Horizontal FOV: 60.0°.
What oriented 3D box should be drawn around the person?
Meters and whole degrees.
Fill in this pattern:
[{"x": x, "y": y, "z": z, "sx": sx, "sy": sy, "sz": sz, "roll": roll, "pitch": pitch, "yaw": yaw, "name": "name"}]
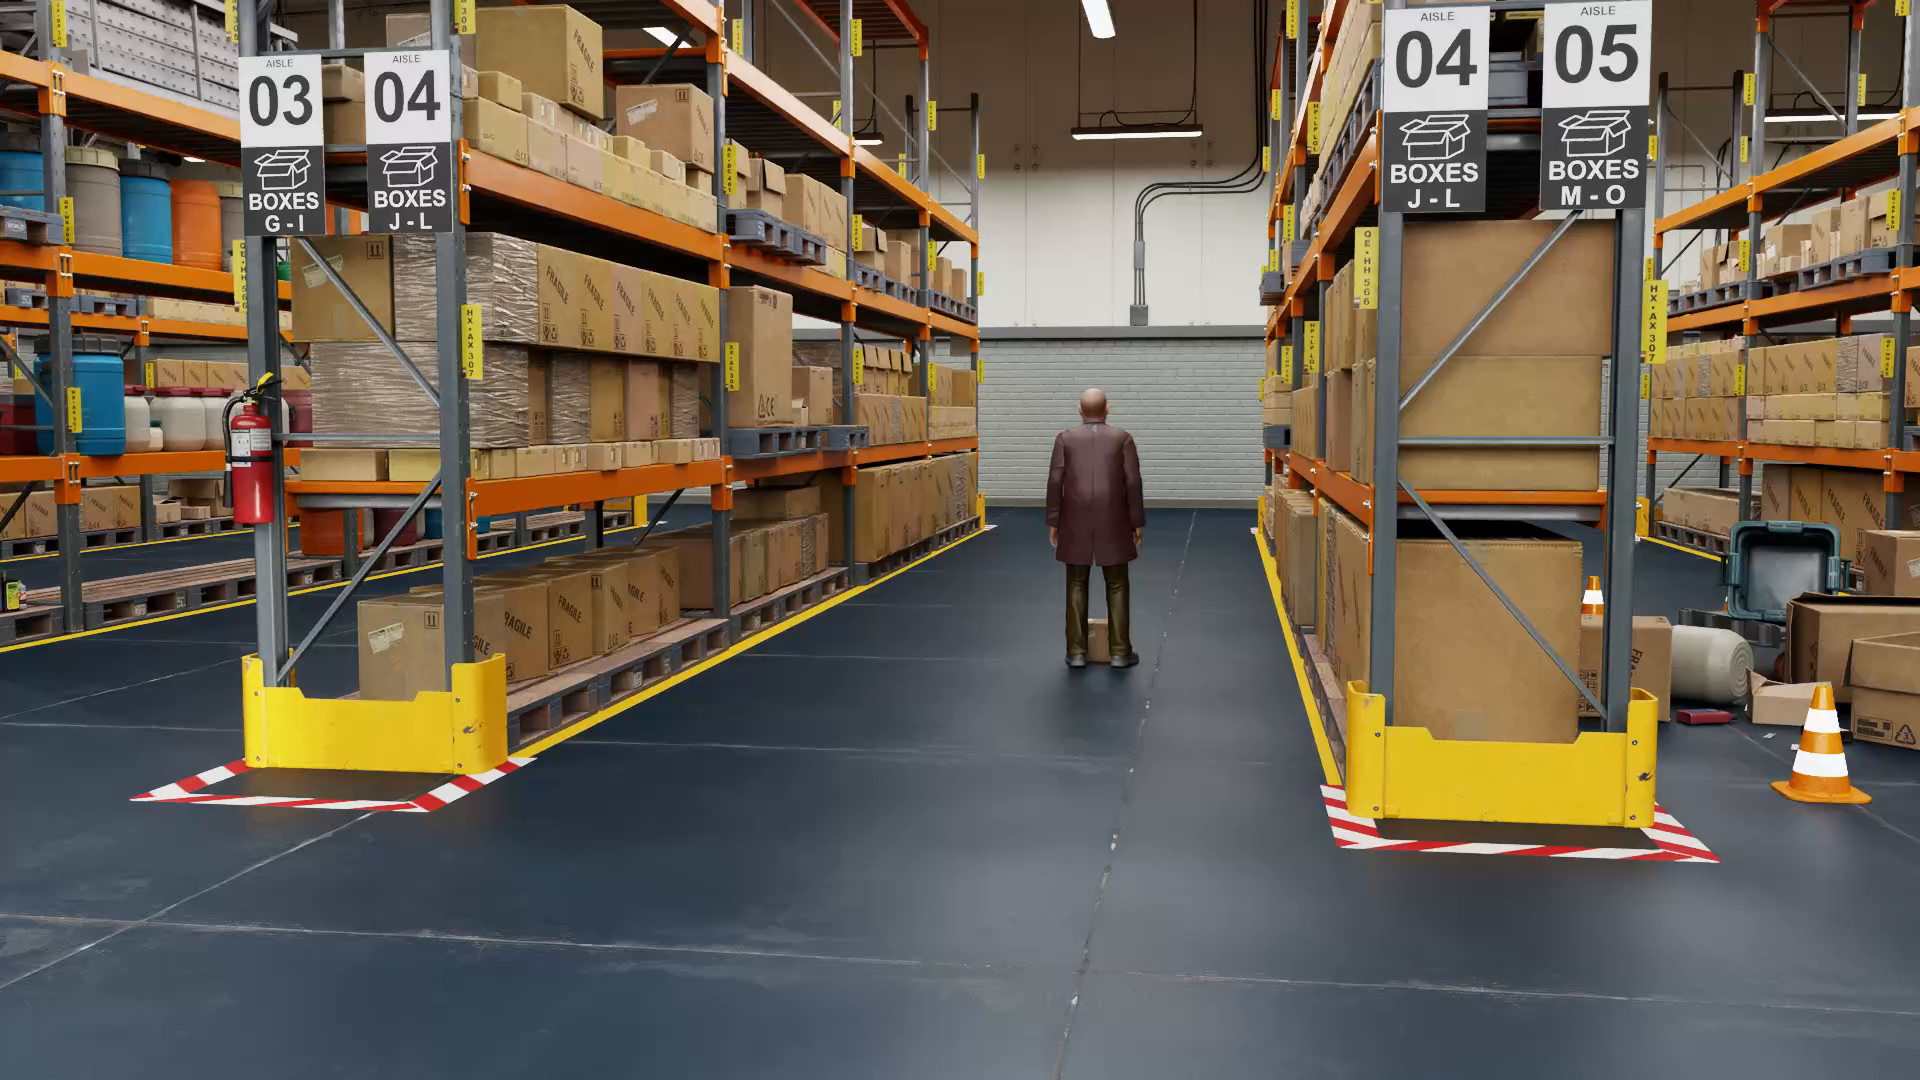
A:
[{"x": 0.868, "y": -0.083, "z": 10.663, "sx": 0.643, "sy": 1.774, "sz": 0.424, "roll": 1, "pitch": 4, "yaw": 9, "name": "person"}]
